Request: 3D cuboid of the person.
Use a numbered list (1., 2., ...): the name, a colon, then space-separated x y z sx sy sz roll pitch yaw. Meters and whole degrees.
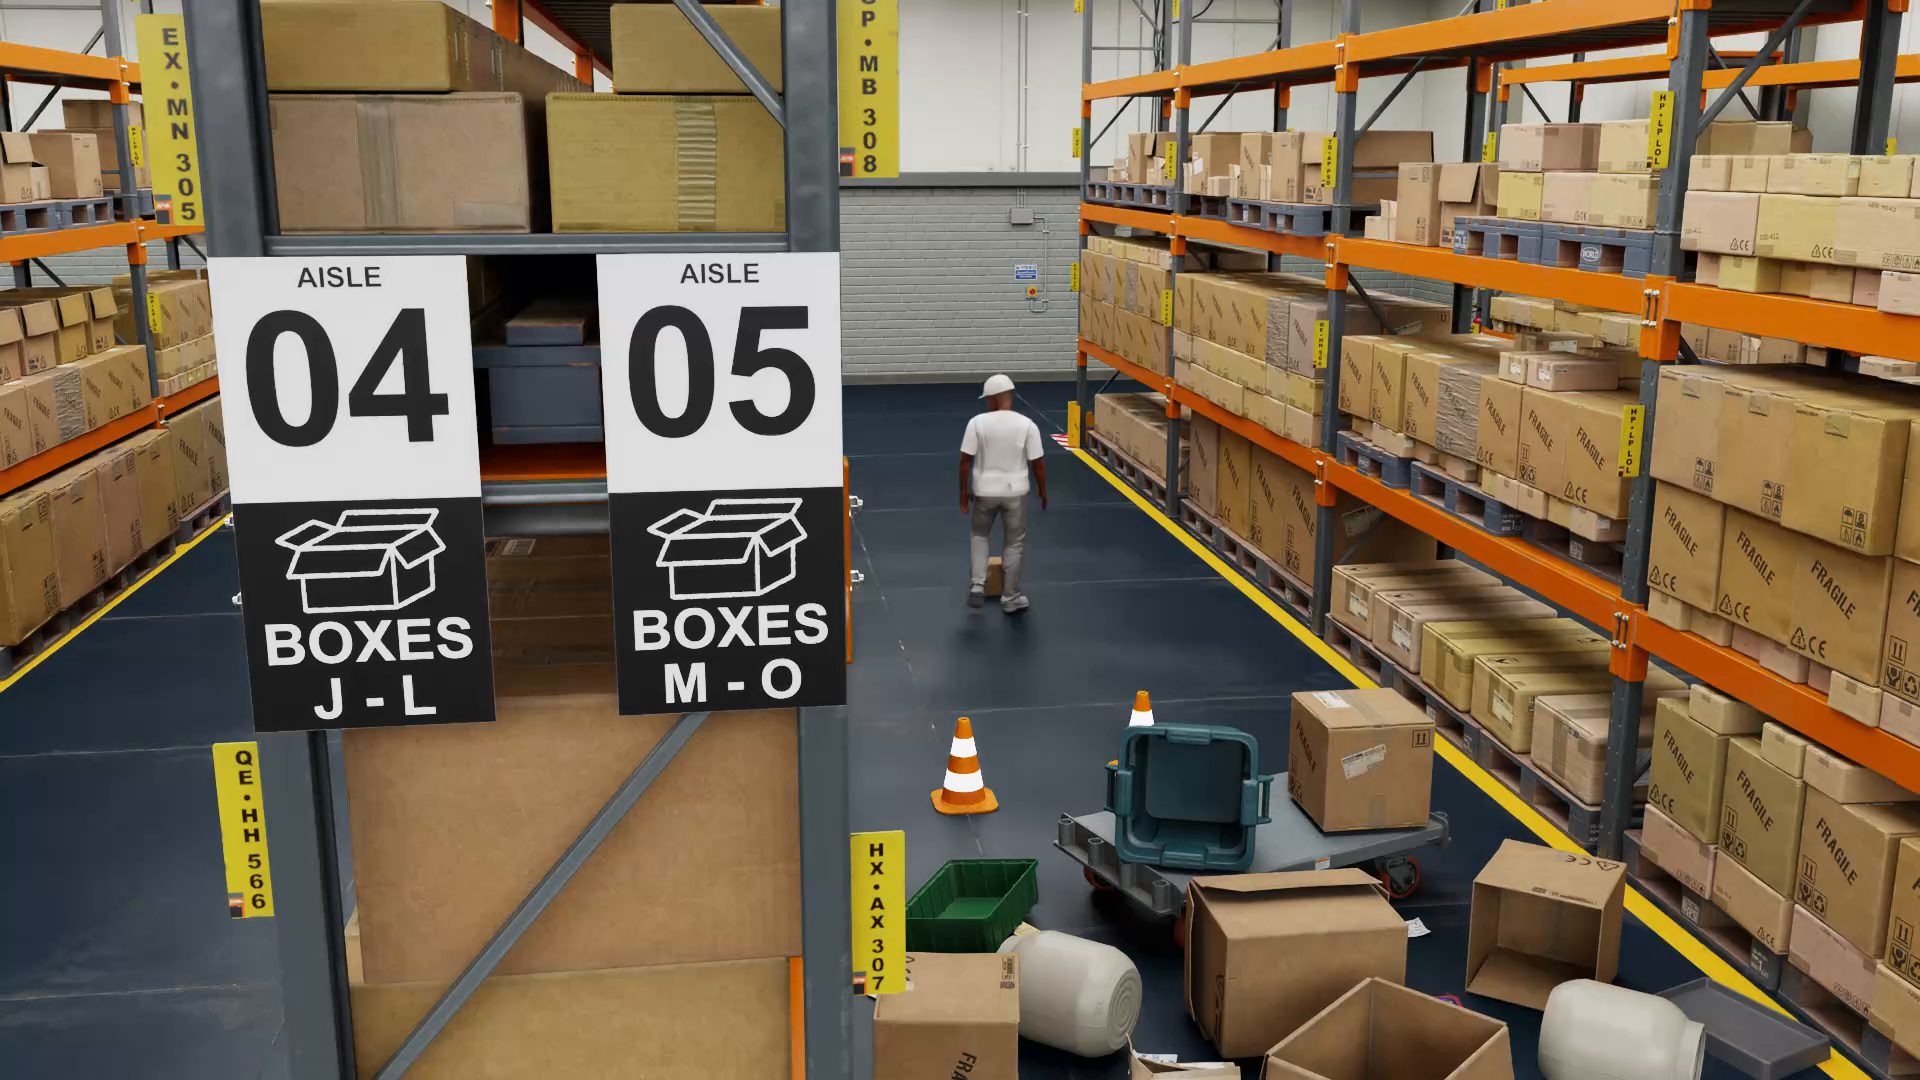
1. person: 0.319 -0.340 12.292 0.628 1.768 0.467 3 13 12
